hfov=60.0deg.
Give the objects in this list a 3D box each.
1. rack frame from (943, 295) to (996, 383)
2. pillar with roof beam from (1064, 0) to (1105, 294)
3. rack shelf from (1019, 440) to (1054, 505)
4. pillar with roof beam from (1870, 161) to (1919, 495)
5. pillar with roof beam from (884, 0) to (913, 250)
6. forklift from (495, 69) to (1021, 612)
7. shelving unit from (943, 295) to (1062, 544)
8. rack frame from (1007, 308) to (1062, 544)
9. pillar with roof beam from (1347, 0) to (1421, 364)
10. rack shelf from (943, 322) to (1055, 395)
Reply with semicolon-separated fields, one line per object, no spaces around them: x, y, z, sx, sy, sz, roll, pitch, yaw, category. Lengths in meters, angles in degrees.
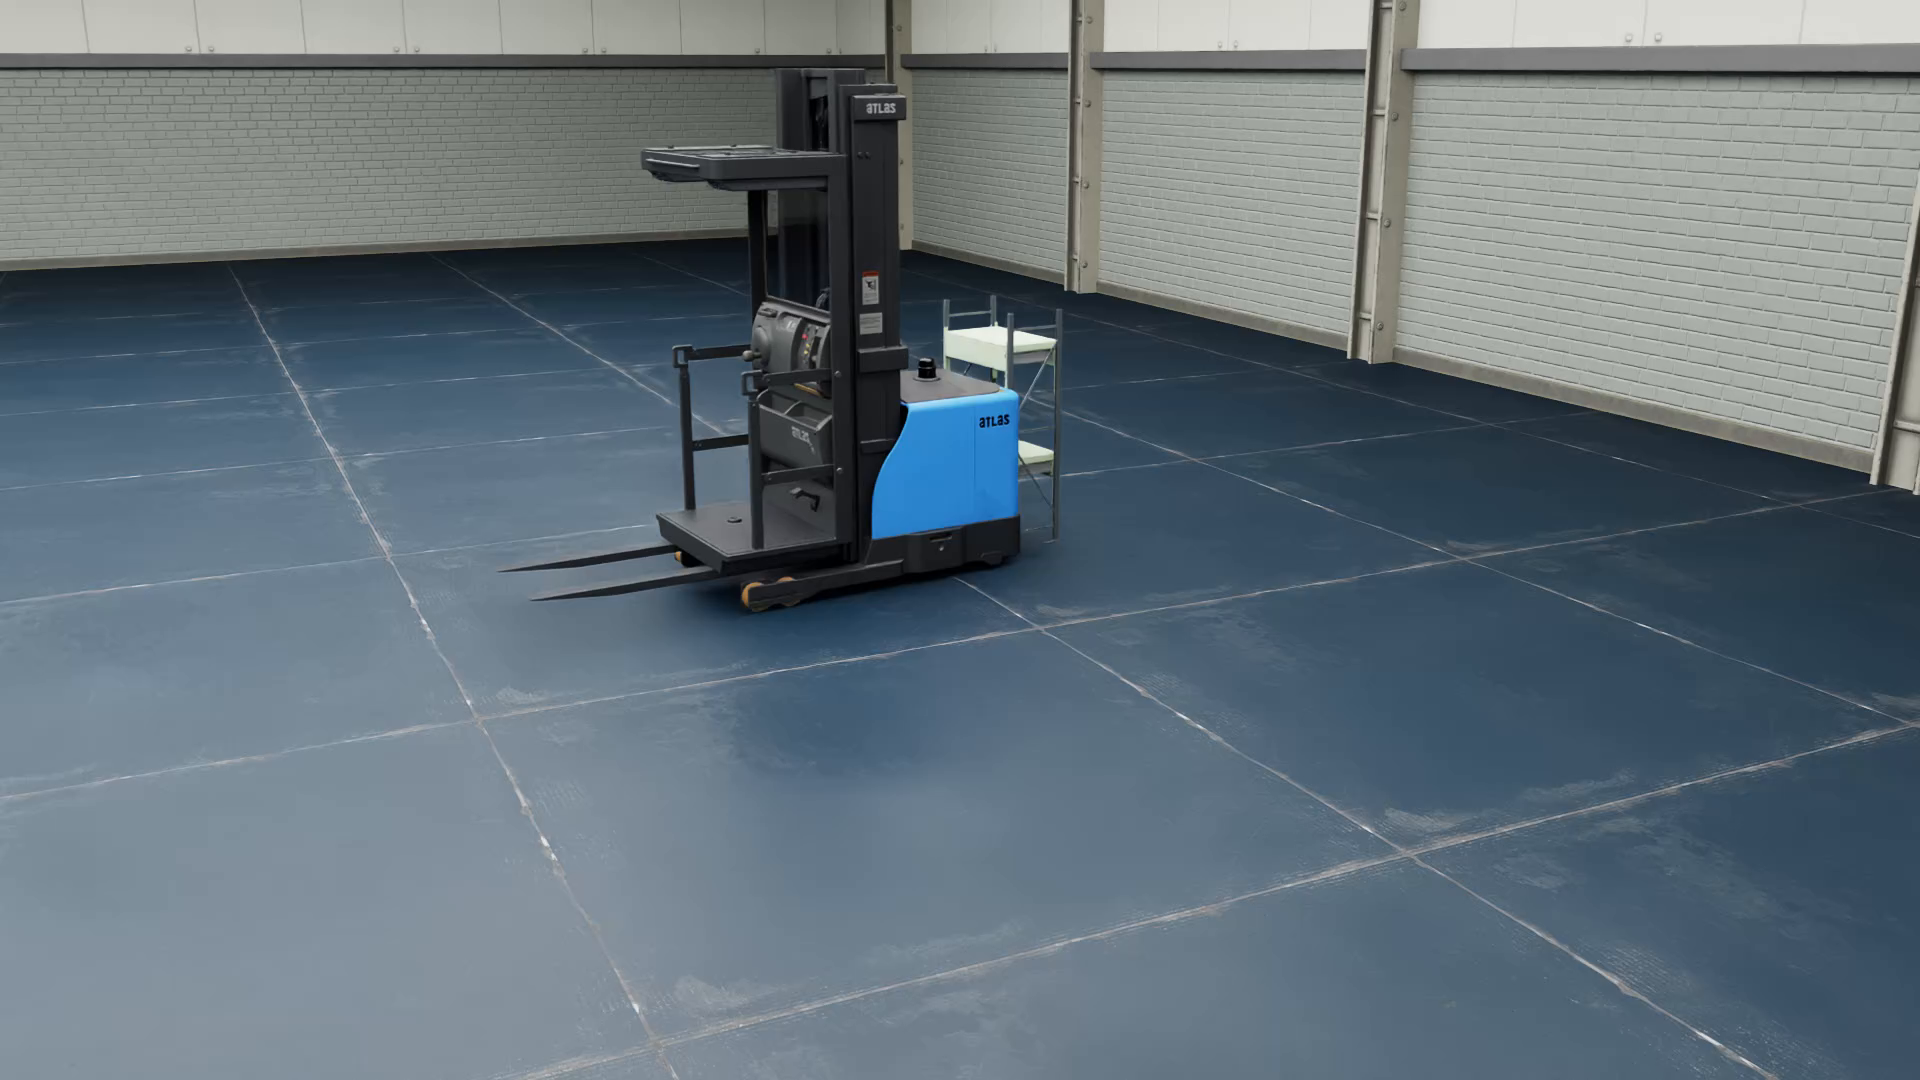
0.065;-0.854;11.008;0.400;1.500;0.023;-10;19;-31;rack frame
-2.233;-7.166;19.409;9.100;9.000;0.400;-8;18;-25;pillar with roof beam
0.263;-0.456;10.802;0.431;0.370;0.720;-10;19;-31;rack shelf
3.024;-4.191;9.041;9.100;9.000;0.400;-8;18;-25;pillar with roof beam
-4.861;-8.654;24.594;9.100;9.000;0.400;-8;18;-25;pillar with roof beam
-1.156;-1.171;9.518;3.031;2.935;1.130;-9;19;-30;forklift
0.263;-0.769;10.712;0.431;1.500;0.755;-10;19;-31;shelving unit
0.461;-0.684;10.416;0.400;1.500;0.023;-10;19;-31;rack frame
0.396;-5.679;14.225;9.100;9.000;0.400;-8;18;-25;pillar with roof beam
0.263;-1.144;10.604;0.431;0.370;0.720;-10;19;-31;rack shelf
